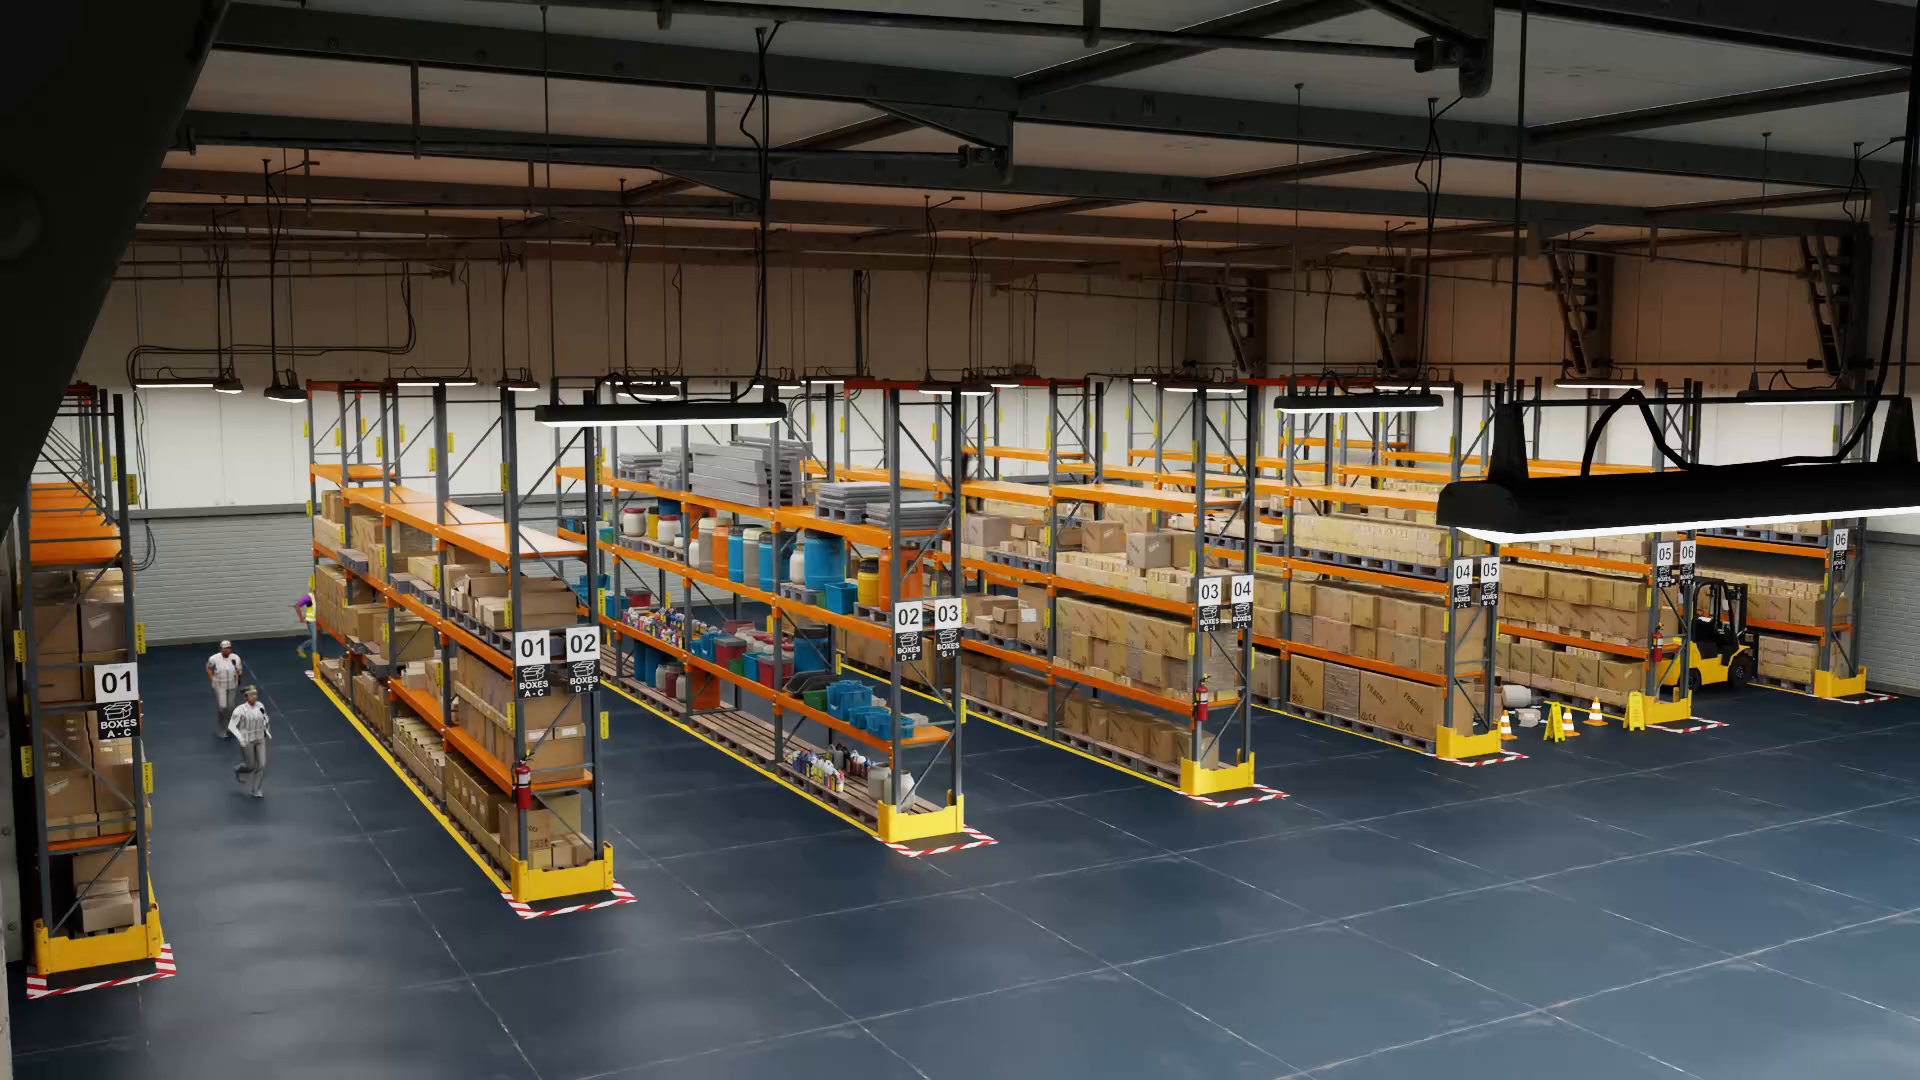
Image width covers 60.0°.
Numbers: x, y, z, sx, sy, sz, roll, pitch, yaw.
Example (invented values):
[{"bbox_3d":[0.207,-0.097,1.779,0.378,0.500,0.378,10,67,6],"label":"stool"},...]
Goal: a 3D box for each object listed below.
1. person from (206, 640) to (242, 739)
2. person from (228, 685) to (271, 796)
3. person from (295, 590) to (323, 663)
[{"bbox_3d":[-12.477,2.527,28.259,0.527,1.684,0.796,-5,8,-38],"label":"person"},{"bbox_3d":[-10.403,2.929,24.408,0.600,1.644,0.627,5,8,41],"label":"person"},{"bbox_3d":[-13.633,1.689,35.124,0.923,1.641,0.752,3,7,28],"label":"person"}]
